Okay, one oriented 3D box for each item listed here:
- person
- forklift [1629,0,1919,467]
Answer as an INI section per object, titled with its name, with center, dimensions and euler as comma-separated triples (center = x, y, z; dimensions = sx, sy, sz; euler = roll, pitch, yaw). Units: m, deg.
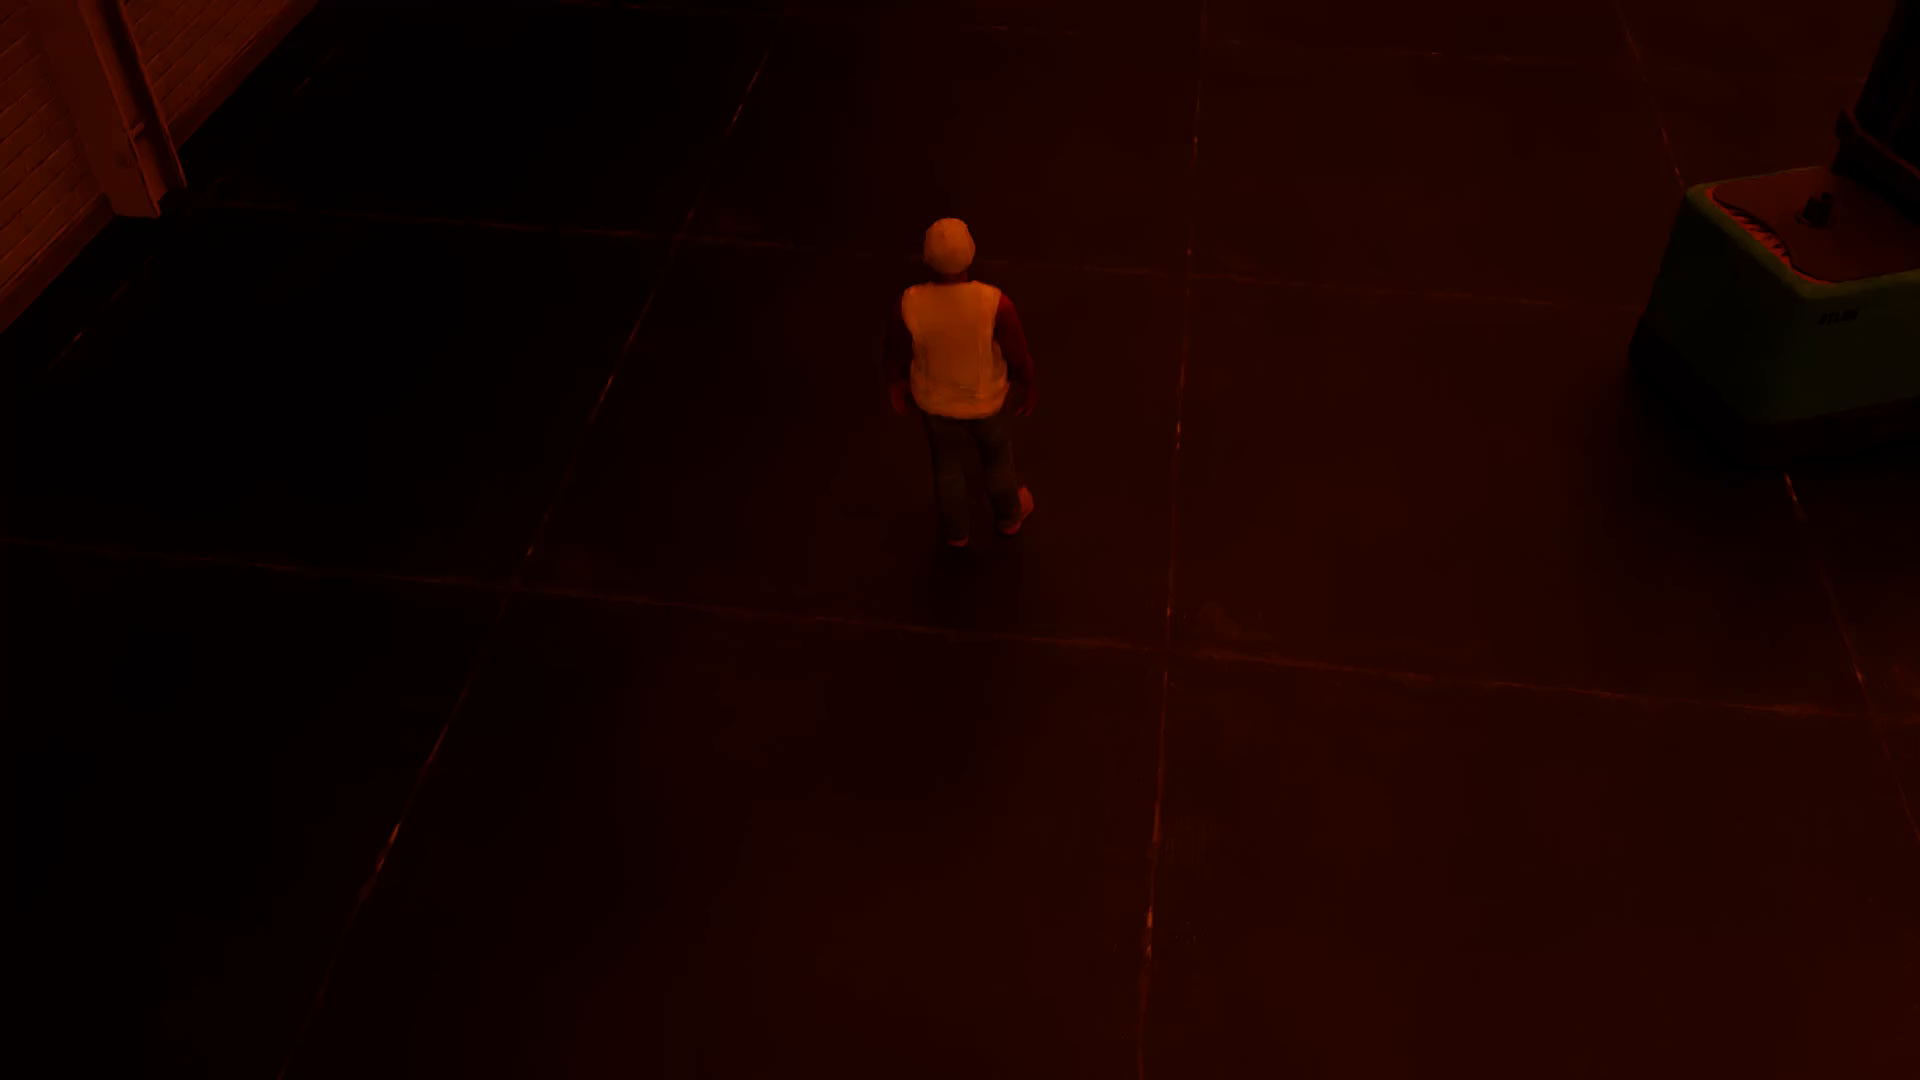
[person]
center = 0.014, -0.702, 7.339
dimensions = 0.665, 1.766, 0.576
euler = 5, 43, 6
[forklift]
center = 5.140, -1.999, 7.900
dimensions = 3.031, 2.935, 1.130
euler = -11, 44, -12
